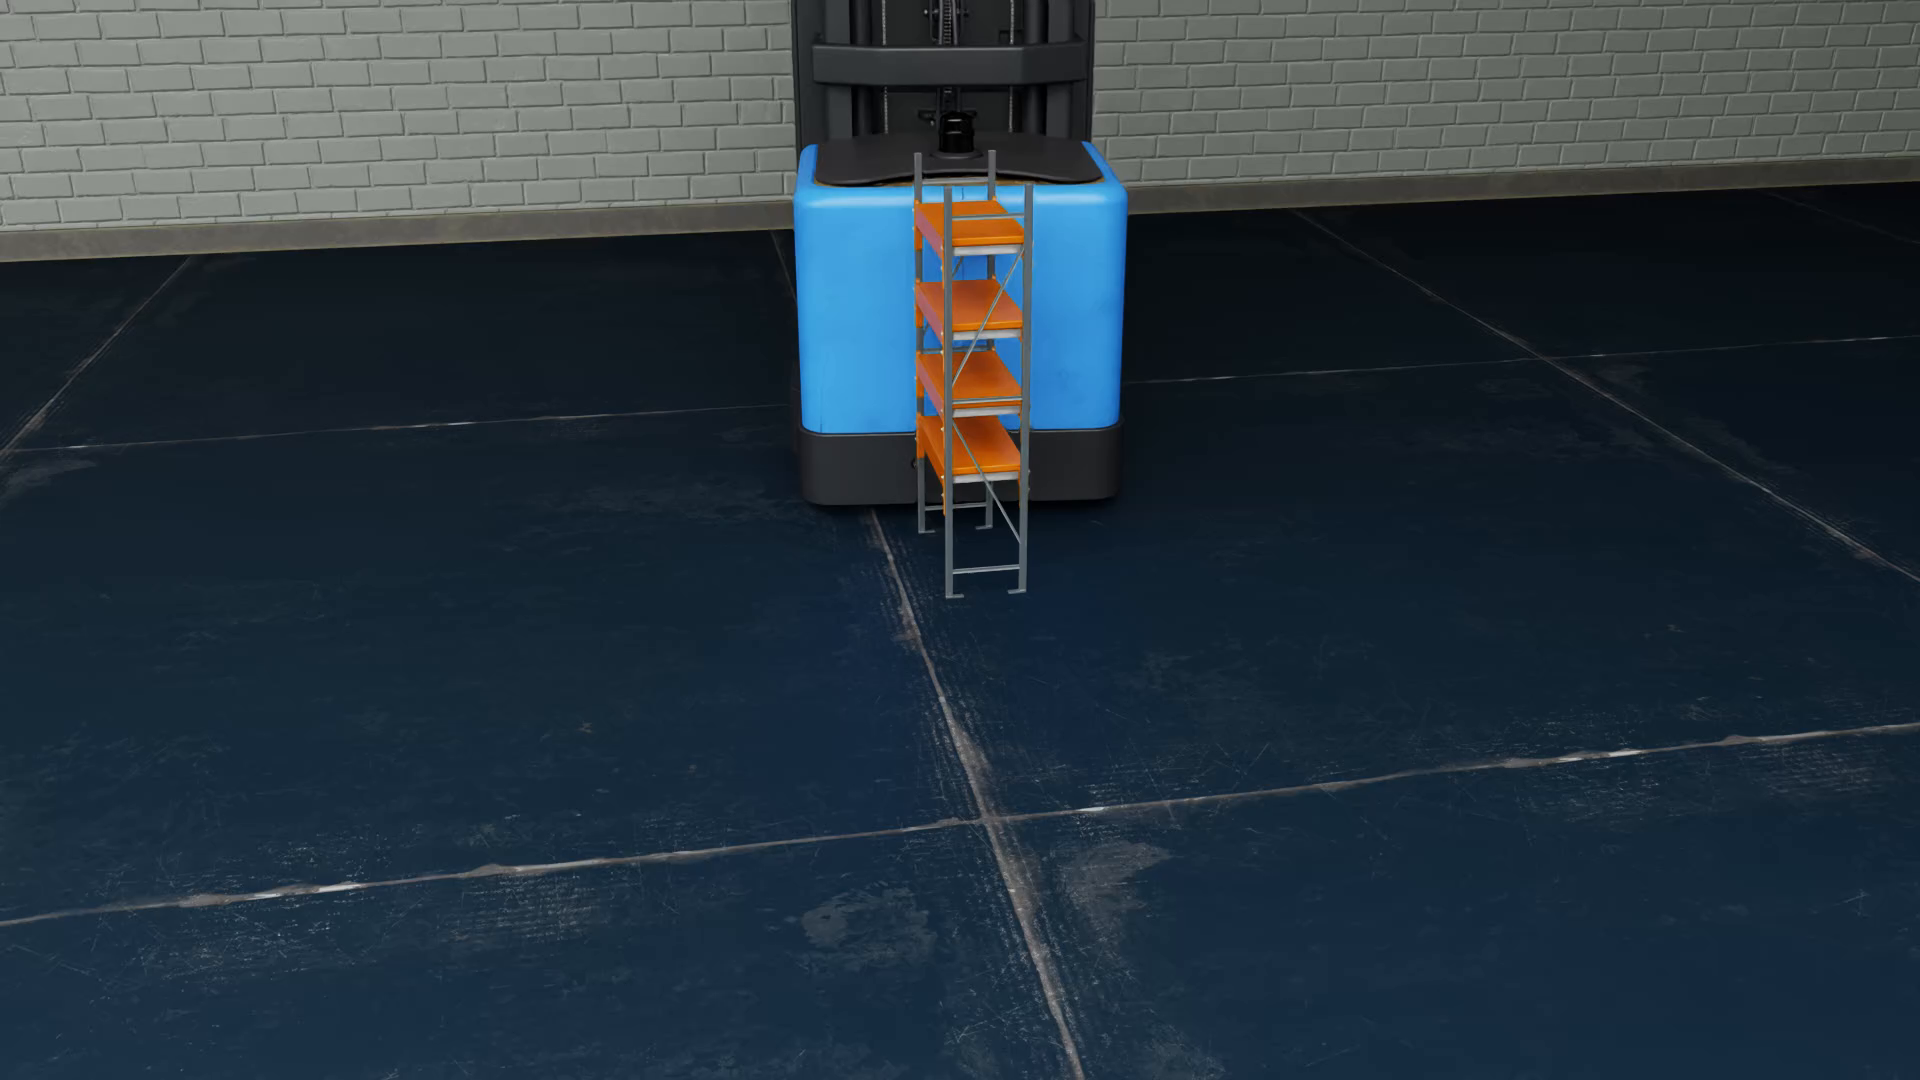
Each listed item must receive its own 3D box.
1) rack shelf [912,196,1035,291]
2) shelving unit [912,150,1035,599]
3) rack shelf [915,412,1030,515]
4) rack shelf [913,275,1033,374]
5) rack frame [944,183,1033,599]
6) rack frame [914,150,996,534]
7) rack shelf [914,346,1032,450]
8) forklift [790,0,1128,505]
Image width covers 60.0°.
[{"bbox_3d":[0.031,-0.845,4.704,0.258,0.148,0.480,-4,24,-10],"label":"rack shelf"},{"bbox_3d":[0.031,-0.485,4.861,0.258,1.200,0.503,-4,24,-10],"label":"shelving unit"},{"bbox_3d":[0.031,-0.241,4.967,0.258,0.148,0.480,-4,24,-10],"label":"rack shelf"},{"bbox_3d":[0.031,-0.628,4.798,0.258,0.148,0.480,-4,24,-10],"label":"rack shelf"},{"bbox_3d":[0.076,-0.389,4.641,0.240,1.200,0.015,-4,24,-10],"label":"rack frame"},{"bbox_3d":[-0.015,-0.581,5.081,0.240,1.200,0.015,-4,24,-10],"label":"rack frame"},{"bbox_3d":[0.031,-0.423,4.888,0.258,0.148,0.480,-4,24,-10],"label":"rack shelf"},{"bbox_3d":[-0.075,-2.002,6.171,1.130,2.935,3.031,-1,24,-3],"label":"forklift"}]
